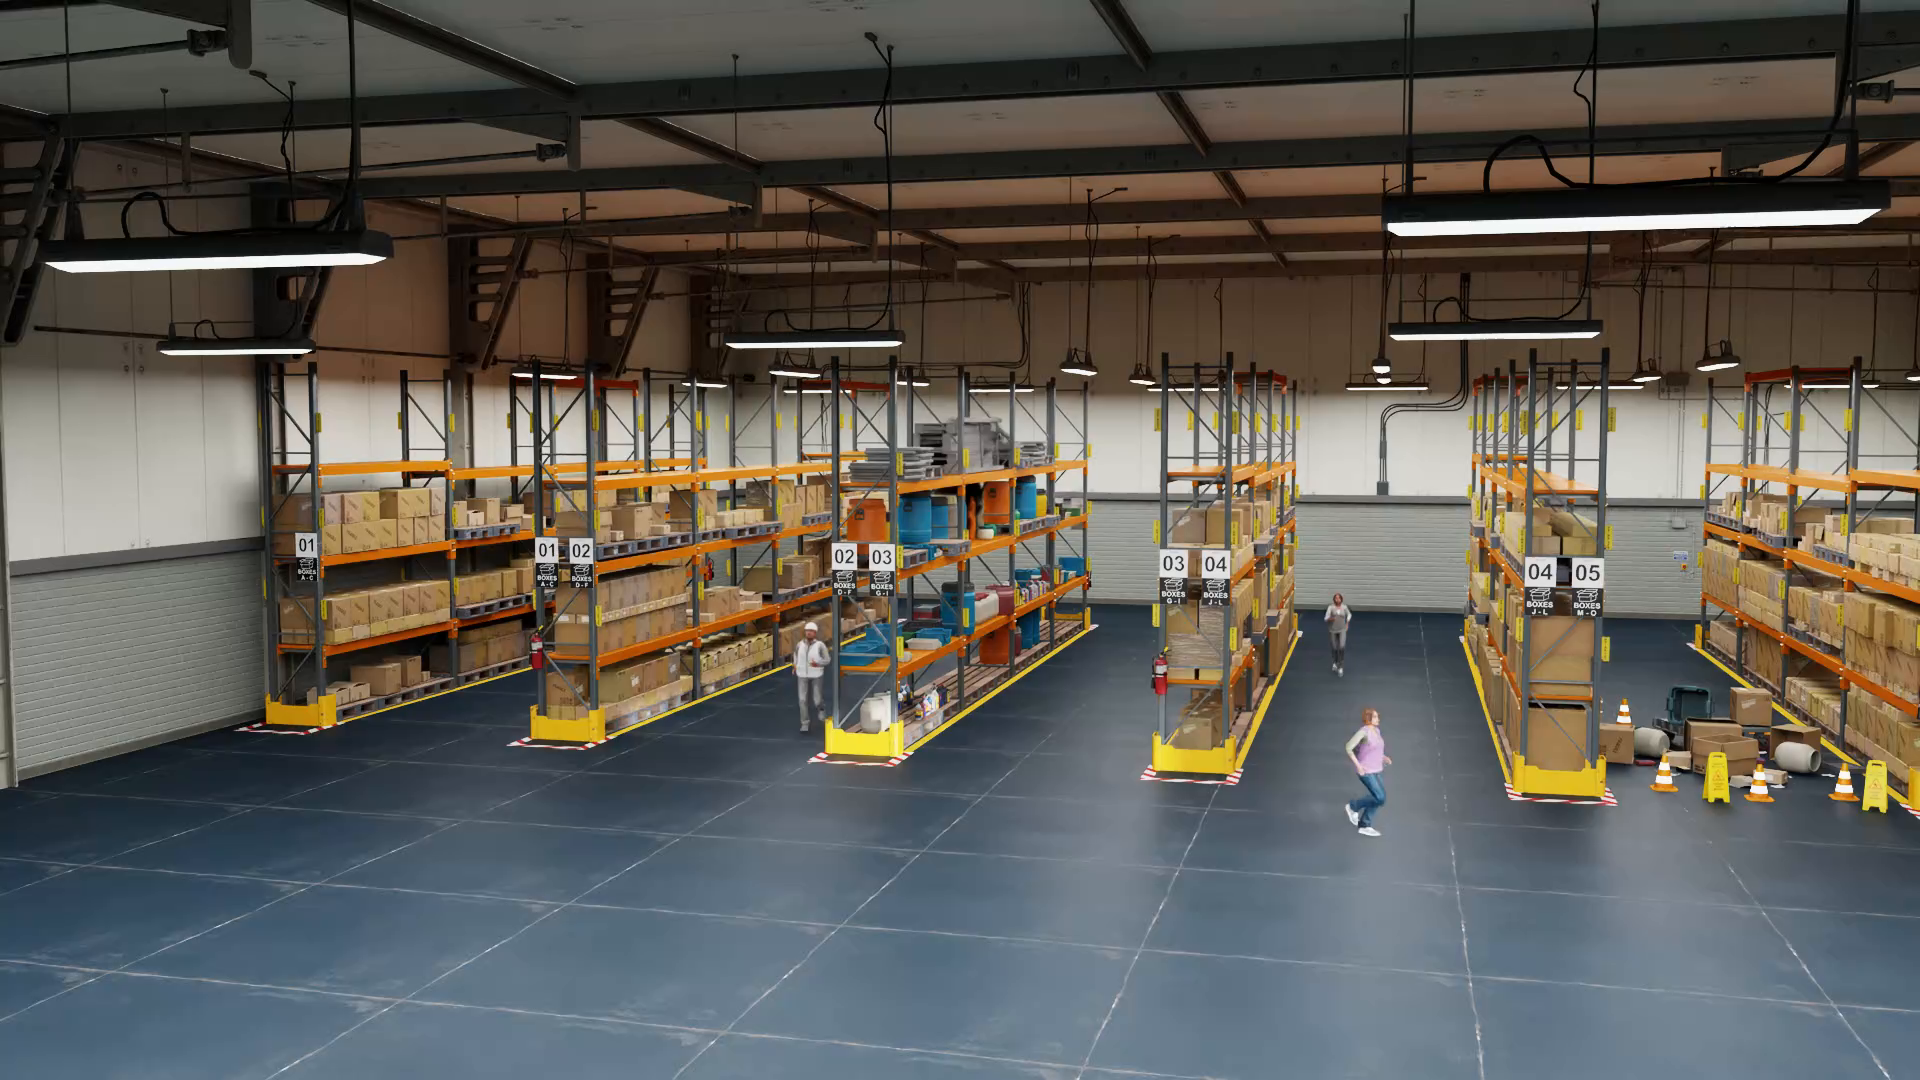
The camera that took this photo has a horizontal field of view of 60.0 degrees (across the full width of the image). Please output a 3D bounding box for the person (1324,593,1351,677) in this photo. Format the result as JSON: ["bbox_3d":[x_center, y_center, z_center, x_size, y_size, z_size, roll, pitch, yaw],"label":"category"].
[{"bbox_3d":[7.510,1.863,33.082,0.520,1.635,0.699,1,4,12],"label":"person"}]

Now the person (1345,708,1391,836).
[{"bbox_3d":[4.967,2.809,20.155,0.544,1.554,0.545,4,6,43],"label":"person"}]

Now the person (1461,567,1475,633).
[{"bbox_3d":[12.269,1.401,39.304,0.728,1.743,0.849,1,4,13],"label":"person"}]

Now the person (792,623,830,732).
[{"bbox_3d":[-2.442,2.220,27.160,0.669,1.745,0.860,1,4,11],"label":"person"}]
